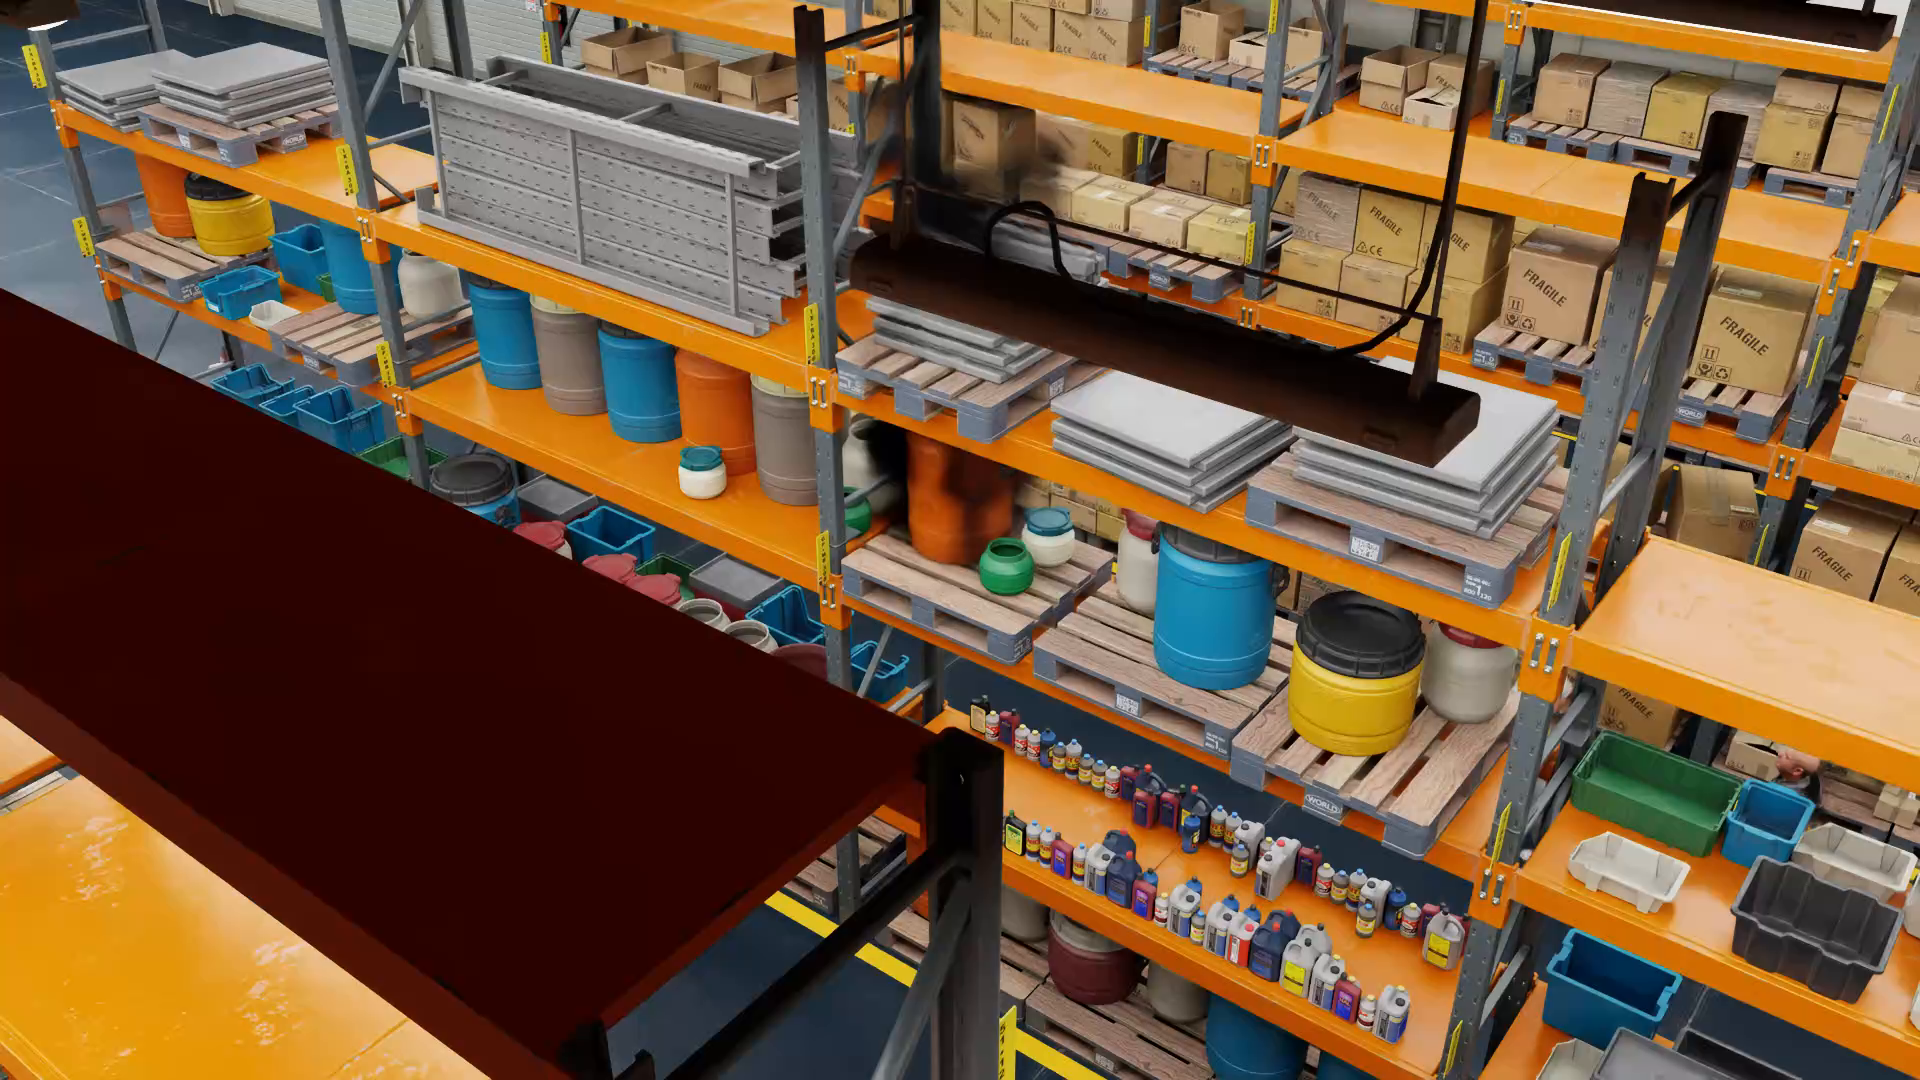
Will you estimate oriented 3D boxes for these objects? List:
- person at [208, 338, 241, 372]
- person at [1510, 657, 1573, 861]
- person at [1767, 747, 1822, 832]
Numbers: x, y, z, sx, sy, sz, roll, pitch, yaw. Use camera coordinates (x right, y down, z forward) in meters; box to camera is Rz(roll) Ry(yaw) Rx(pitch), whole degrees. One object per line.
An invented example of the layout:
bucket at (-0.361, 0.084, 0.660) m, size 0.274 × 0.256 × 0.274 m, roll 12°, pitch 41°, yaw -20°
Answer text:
person at (-7.793, -2.634, 18.009) m, size 0.981 × 1.634 × 0.592 m, roll -14°, pitch 34°, yaw -22°
person at (3.702, 1.385, 10.945) m, size 0.833 × 1.712 × 0.544 m, roll 14°, pitch 34°, yaw 22°
person at (5.112, 1.974, 10.430) m, size 0.708 × 1.686 × 0.657 m, roll 20°, pitch 37°, yaw 29°
